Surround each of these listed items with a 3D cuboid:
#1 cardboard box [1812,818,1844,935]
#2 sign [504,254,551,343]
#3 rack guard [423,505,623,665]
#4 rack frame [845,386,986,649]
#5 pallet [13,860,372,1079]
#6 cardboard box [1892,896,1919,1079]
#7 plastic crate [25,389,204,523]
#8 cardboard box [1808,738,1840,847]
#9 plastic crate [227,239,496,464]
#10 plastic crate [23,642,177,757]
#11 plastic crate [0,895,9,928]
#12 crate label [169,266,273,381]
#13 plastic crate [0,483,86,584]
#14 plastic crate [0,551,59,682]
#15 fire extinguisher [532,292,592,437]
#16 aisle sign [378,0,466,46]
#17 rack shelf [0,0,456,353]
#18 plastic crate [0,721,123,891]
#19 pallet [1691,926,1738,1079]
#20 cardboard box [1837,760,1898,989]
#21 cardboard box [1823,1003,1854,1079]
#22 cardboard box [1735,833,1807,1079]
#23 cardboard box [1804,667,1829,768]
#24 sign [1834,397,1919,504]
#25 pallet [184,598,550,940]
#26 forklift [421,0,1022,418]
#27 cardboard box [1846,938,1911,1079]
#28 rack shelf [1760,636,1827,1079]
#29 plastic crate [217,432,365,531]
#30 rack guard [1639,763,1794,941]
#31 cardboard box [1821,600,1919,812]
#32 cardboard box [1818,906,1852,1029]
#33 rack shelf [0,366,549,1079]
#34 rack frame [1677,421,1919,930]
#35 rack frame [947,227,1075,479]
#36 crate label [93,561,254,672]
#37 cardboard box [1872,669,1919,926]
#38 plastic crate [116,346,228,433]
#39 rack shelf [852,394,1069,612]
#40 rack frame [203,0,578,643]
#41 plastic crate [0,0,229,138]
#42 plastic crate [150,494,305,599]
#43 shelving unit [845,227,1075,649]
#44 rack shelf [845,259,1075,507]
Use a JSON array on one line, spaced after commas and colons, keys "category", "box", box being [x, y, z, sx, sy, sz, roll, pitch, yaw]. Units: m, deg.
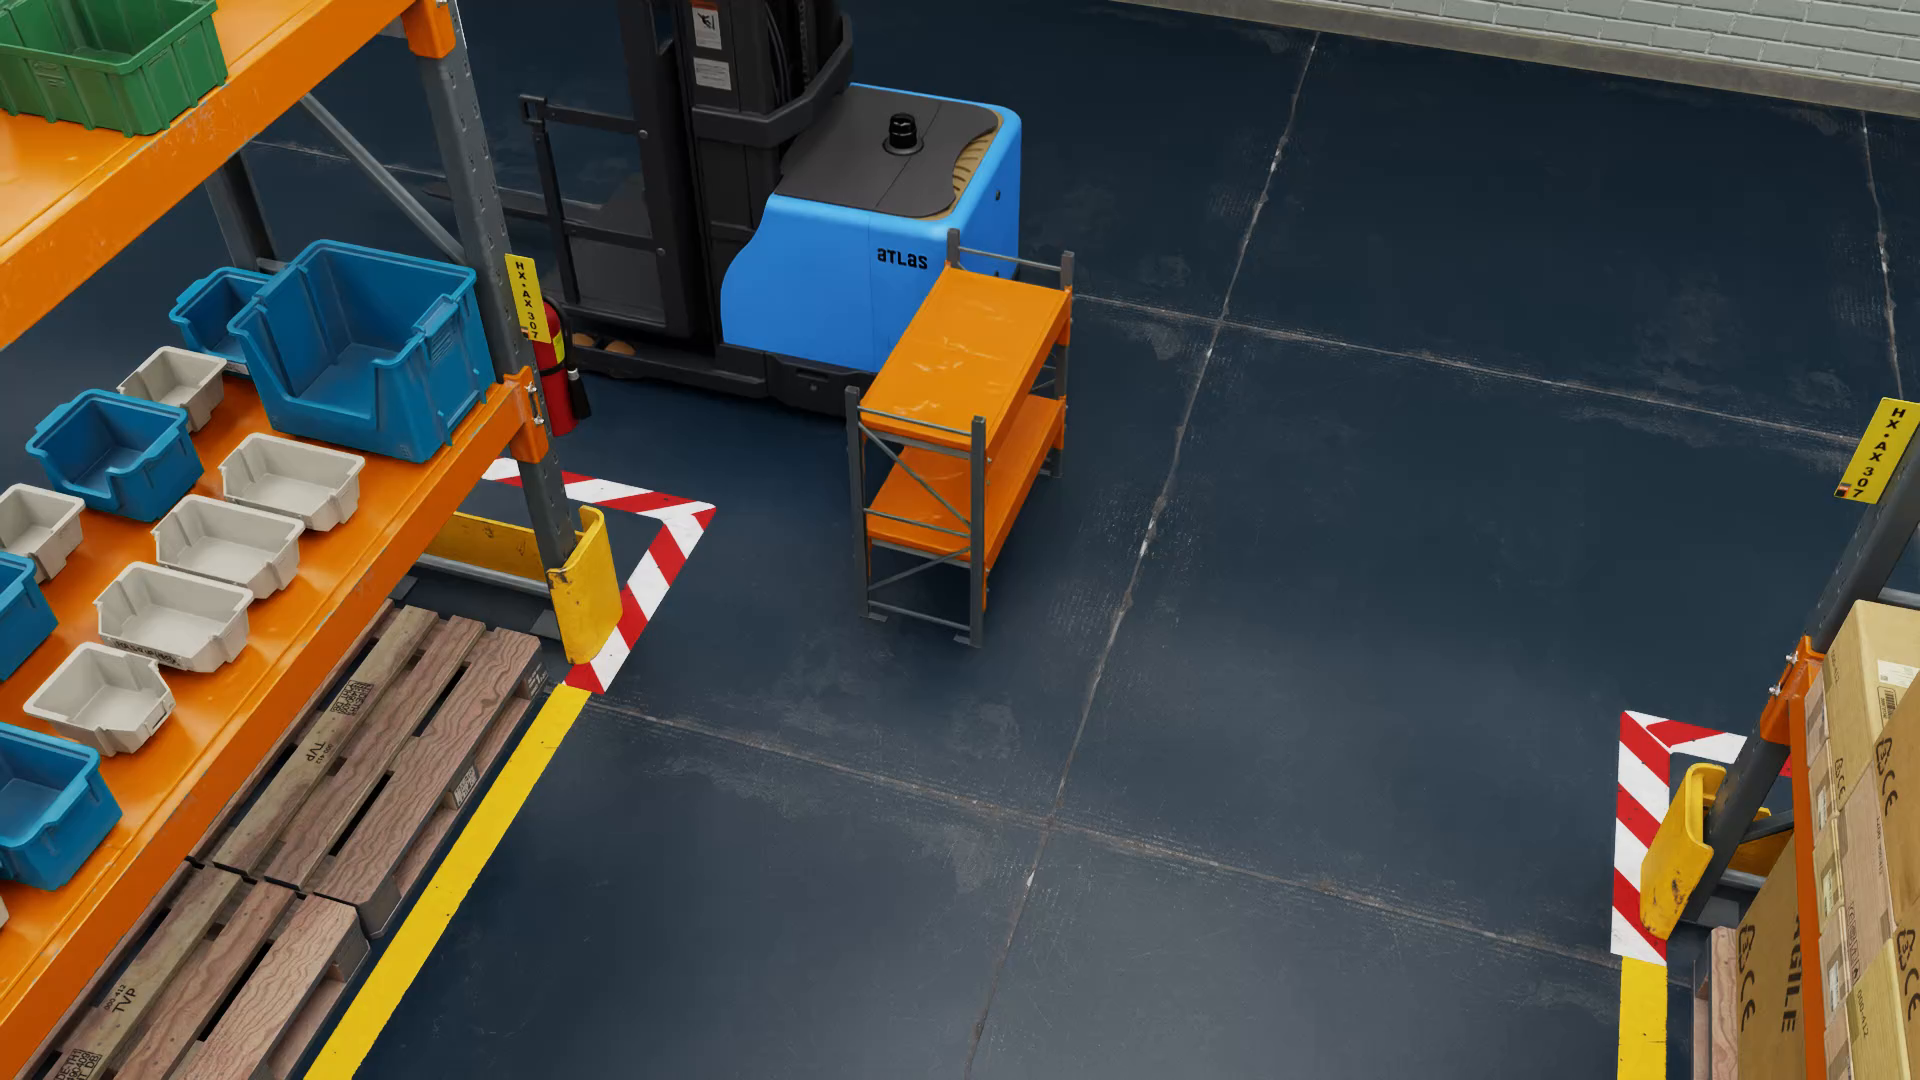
[{"category": "cardboard box", "box": [2.248, 0.838, 3.929, 0.380, 0.149, 0.250, 12, 46, 12]}, {"category": "sign", "box": [-1.368, -0.762, 5.268, 0.100, 0.325, 0.005, 13, 46, 13]}, {"category": "rack guard", "box": [-1.902, 0.065, 6.326, 1.175, 0.500, 0.348, 13, 46, 13]}, {"category": "rack frame", "box": [-0.153, -0.057, 6.004, 0.500, 1.125, 0.032, 14, 46, 14]}, {"category": "pallet", "box": [-2.555, 1.539, 5.026, 1.003, 0.211, 1.213, 13, 46, 13]}, {"category": "cardboard box", "box": [2.118, 0.861, 3.084, 0.500, 0.500, 0.500, 11, 46, 11]}, {"category": "plastic crate", "box": [-2.485, -0.238, 4.925, 0.416, 0.233, 0.300, 13, 46, 13]}, {"category": "cardboard box", "box": [2.325, 0.667, 4.103, 0.380, 0.149, 0.250, 12, 46, 12]}, {"category": "plastic crate", "box": [-1.820, -0.581, 5.131, 0.616, 0.435, 0.499, 13, 46, 13]}, {"category": "plastic crate", "box": [-2.206, 0.427, 4.314, 0.298, 0.136, 0.250, 13, 46, 13]}, {"category": "plastic crate", "box": [-2.470, 0.899, 3.729, 0.437, 0.282, 0.530, 13, 46, 13]}, {"category": "crate label", "box": [-2.285, -0.677, 5.373, 0.416, 0.233, 0.303, 13, 46, 13]}, {"category": "plastic crate", "box": [-2.667, 0.006, 4.744, 0.250, 0.136, 0.298, 13, 46, 13]}, {"category": "plastic crate", "box": [-2.684, 0.201, 4.477, 0.416, 0.233, 0.300, 13, 46, 13]}, {"category": "fire extinguisher", "box": [-1.418, -0.653, 5.595, 0.296, 0.674, 0.183, 13, 46, 13]}, {"category": "aisle sign", "box": [-1.596, -1.725, 4.509, 0.394, 0.787, 0.004, 13, 46, 13]}, {"category": "rack shelf", "box": [-2.502, -0.292, 3.273, 1.077, 0.370, 4.000, 13, 46, 13]}, {"category": "plastic crate", "box": [-2.274, 0.652, 4.016, 0.416, 0.233, 0.300, 13, 46, 13]}, {"category": "pallet", "box": [2.656, 1.786, 4.774, 1.003, 0.211, 1.213, 13, 46, 13]}, {"category": "cardboard box", "box": [2.270, 0.797, 3.685, 0.500, 0.250, 0.500, 12, 46, 12]}, {"category": "cardboard box", "box": [2.092, 1.181, 3.578, 0.380, 0.149, 0.250, 12, 46, 12]}, {"category": "cardboard box", "box": [2.706, 1.292, 4.504, 0.875, 0.875, 0.875, 13, 46, 13]}, {"category": "cardboard box", "box": [2.402, 0.496, 4.278, 0.380, 0.149, 0.250, 13, 46, 13]}, {"category": "sign", "box": [2.297, -0.220, 4.154, 0.100, 0.325, 0.005, 13, 46, 13]}, {"category": "pallet", "box": [-2.183, 0.728, 5.855, 1.003, 0.211, 1.213, 13, 46, 13]}, {"category": "forklift", "box": [-1.298, -2.113, 6.814, 3.031, 2.935, 1.130, 12, 46, 12]}, {"category": "cardboard box", "box": [2.114, 1.131, 3.344, 0.500, 0.250, 0.500, 11, 45, 11]}, {"category": "rack shelf", "box": [2.218, 1.830, 3.250, 1.077, 0.370, 4.000, 13, 46, 13]}, {"category": "plastic crate", "box": [-1.971, -0.155, 4.909, 0.396, 0.136, 0.243, 13, 46, 13]}, {"category": "rack guard", "box": [2.831, 1.117, 5.251, 1.175, 0.500, 0.348, 13, 46, 13]}, {"category": "cardboard box", "box": [2.421, 0.449, 4.041, 0.500, 0.250, 0.500, 11, 46, 11]}, {"category": "cardboard box", "box": [2.170, 1.012, 3.751, 0.380, 0.149, 0.250, 12, 46, 12]}, {"category": "rack shelf", "box": [-2.502, 0.780, 4.322, 1.077, 0.370, 4.000, 13, 46, 13]}, {"category": "rack frame", "box": [2.824, 0.239, 4.361, 1.000, 3.000, 0.127, 13, 46, 13]}, {"category": "rack frame", "box": [0.190, -0.727, 6.688, 0.500, 1.125, 0.032, 14, 46, 14]}, {"category": "crate label", "box": [-2.134, 0.226, 4.520, 0.396, 0.136, 0.243, 13, 46, 13]}, {"category": "cardboard box", "box": [2.270, 0.515, 3.438, 0.500, 0.500, 0.500, 12, 46, 12]}, {"category": "plastic crate", "box": [-2.461, -0.446, 5.207, 0.250, 0.136, 0.298, 13, 46, 13]}, {"category": "rack shelf", "box": [0.019, -0.217, 6.517, 0.538, 0.278, 1.000, 14, 46, 14]}, {"category": "rack frame", "box": [-1.897, -0.810, 5.433, 1.000, 3.000, 0.127, 13, 46, 13]}, {"category": "plastic crate", "box": [-1.923, -1.088, 3.724, 0.450, 0.188, 0.336, 13, 46, 13]}, {"category": "plastic crate", "box": [-2.073, 0.035, 4.715, 0.396, 0.136, 0.243, 13, 46, 13]}, {"category": "shelving unit", "box": [0.019, -0.392, 6.346, 0.538, 1.125, 1.048, 14, 46, 14]}, {"category": "rack shelf", "box": [0.019, -0.601, 6.142, 0.538, 0.278, 1.000, 14, 46, 14]}]
